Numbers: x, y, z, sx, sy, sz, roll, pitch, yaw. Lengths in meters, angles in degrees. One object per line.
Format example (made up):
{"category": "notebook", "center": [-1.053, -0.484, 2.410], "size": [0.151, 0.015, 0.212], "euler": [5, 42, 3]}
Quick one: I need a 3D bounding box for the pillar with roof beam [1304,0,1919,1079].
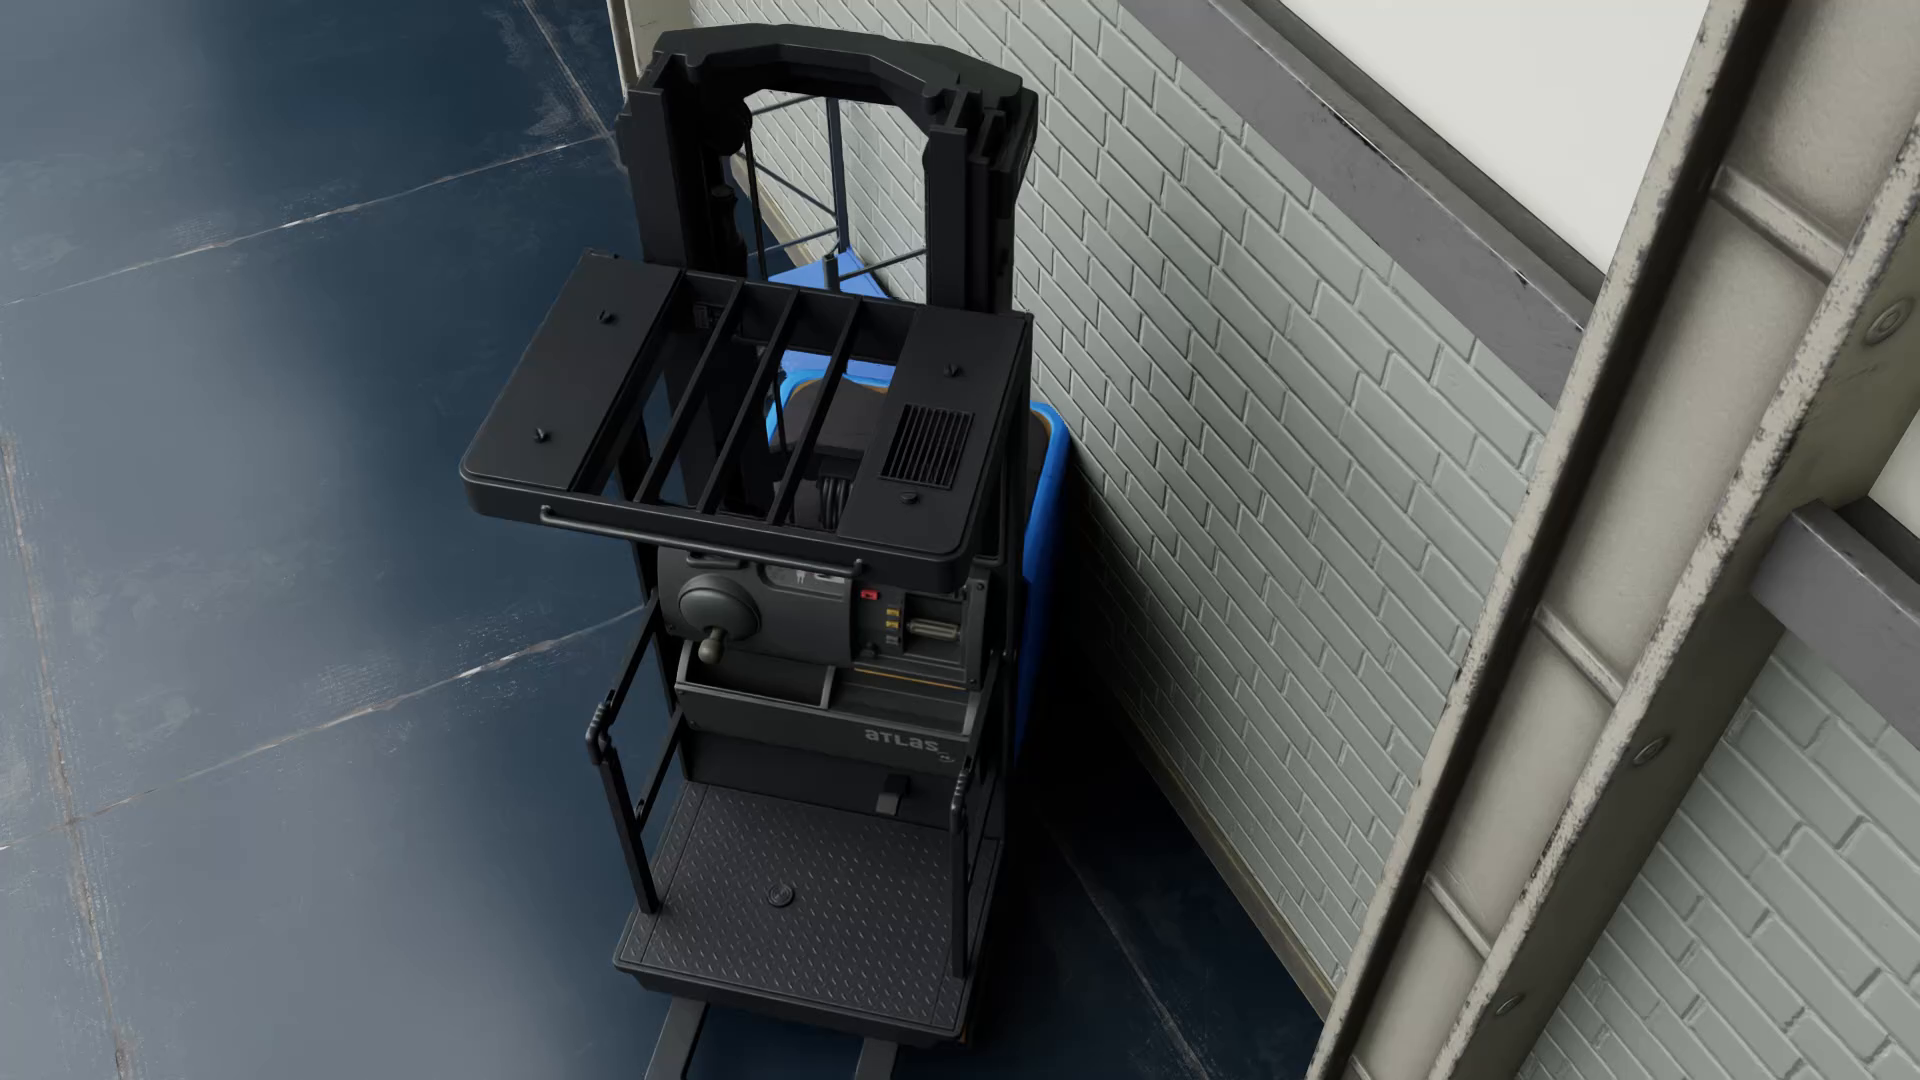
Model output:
{"category": "pillar with roof beam", "center": [-2.591, 0.364, 0.346], "size": [9.100, 9.000, 0.400], "euler": [-21, 52, -18]}

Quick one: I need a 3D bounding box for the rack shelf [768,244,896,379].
{"category": "rack shelf", "center": [-0.447, -0.732, 6.517], "size": [0.538, 0.185, 1.000], "euler": [-21, 52, -17]}

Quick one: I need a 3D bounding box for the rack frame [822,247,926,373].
{"category": "rack frame", "center": [-0.216, -0.513, 6.082], "size": [0.500, 1.500, 0.032], "euler": [-21, 52, -17]}

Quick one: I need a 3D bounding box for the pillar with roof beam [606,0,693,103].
{"category": "pillar with roof beam", "center": [-5.337, -3.652, 3.858], "size": [9.100, 9.000, 0.400], "euler": [-21, 52, -18]}

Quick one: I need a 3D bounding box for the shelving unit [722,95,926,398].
{"category": "shelving unit", "center": [-0.449, -0.851, 6.382], "size": [0.538, 1.500, 1.048], "euler": [-21, 52, -17]}

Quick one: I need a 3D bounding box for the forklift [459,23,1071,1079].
{"category": "forklift", "center": [-0.427, 0.296, 4.437], "size": [1.130, 2.935, 3.031], "euler": [10, 50, 8]}

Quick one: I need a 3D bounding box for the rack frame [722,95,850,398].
{"category": "rack frame", "center": [-0.681, -1.189, 6.683], "size": [0.500, 1.500, 0.032], "euler": [-21, 52, -17]}
